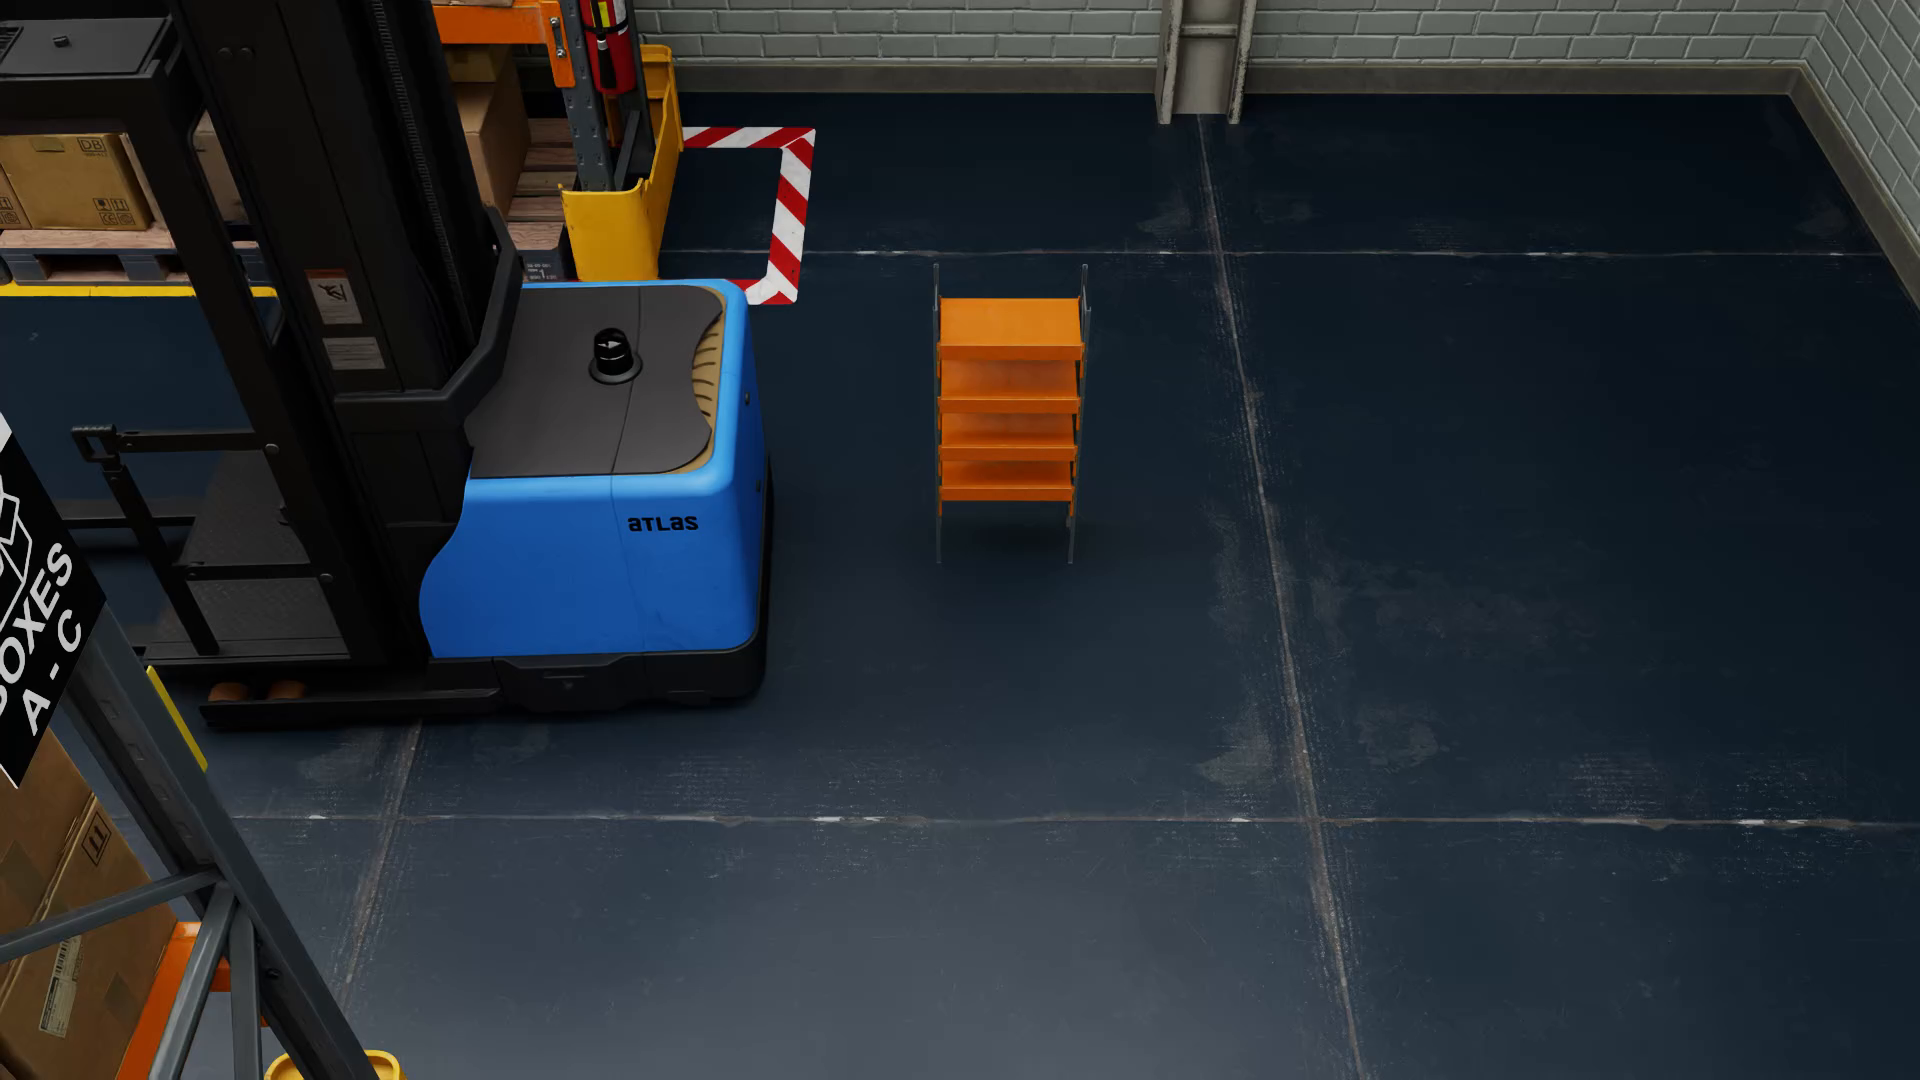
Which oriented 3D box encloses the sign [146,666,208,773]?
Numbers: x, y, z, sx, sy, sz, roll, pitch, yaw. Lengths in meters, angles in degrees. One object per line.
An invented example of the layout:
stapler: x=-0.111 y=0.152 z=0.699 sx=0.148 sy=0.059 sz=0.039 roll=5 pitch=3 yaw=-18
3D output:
sign: x=-1.542 y=0.385 z=3.251 sx=0.005 sy=0.325 sz=0.100 roll=0 pitch=47 yaw=0

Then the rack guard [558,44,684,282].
rack guard: x=-1.505 y=-1.697 z=7.488 sx=0.348 sy=0.500 sz=1.175 roll=0 pitch=47 yaw=0

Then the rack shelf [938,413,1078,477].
rack shelf: x=0.166 y=-0.362 z=5.860 sx=0.480 sy=0.148 sz=0.258 roll=0 pitch=47 yaw=0

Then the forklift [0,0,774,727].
forklift: x=-2.201 y=-0.760 z=4.955 sx=3.031 sy=2.935 sz=1.130 roll=-2 pitch=47 yaw=-2

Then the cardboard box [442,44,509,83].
cardboard box: x=-2.103 y=-2.136 z=7.167 sx=0.250 sy=0.149 sz=0.380 roll=0 pitch=47 yaw=0

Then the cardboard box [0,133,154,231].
cardboard box: x=-3.766 y=-1.767 z=7.267 sx=0.500 sy=0.500 sz=0.700 roll=1 pitch=47 yaw=1

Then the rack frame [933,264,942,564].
rack frame: x=-0.078 y=-0.409 z=5.811 sx=0.015 sy=1.200 sz=0.240 roll=0 pitch=47 yaw=0

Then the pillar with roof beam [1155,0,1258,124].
pillar with roof beam: x=1.159 y=-2.068 z=2.027 sx=0.400 sy=9.000 sz=9.100 roll=0 pitch=47 yaw=0

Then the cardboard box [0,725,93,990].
cardboard box: x=-1.986 y=0.508 z=2.977 sx=0.500 sy=0.500 sz=0.500 roll=1 pitch=47 yaw=1

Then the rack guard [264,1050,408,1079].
rack guard: x=-1.619 y=1.928 z=4.114 sx=0.348 sy=0.500 sz=1.175 roll=0 pitch=47 yaw=0

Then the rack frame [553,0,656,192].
rack frame: x=-1.529 y=-2.549 z=6.573 sx=0.127 sy=3.000 sz=1.000 roll=0 pitch=47 yaw=0

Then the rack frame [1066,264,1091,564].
rack frame: x=0.410 y=-0.408 z=5.810 sx=0.015 sy=1.200 sz=0.240 roll=0 pitch=47 yaw=0

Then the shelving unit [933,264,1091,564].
shelving unit: x=0.166 y=-0.408 z=5.810 sx=0.503 sy=1.200 sz=0.258 roll=0 pitch=47 yaw=0

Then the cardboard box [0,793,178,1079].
cardboard box: x=-1.986 y=0.849 z=3.343 sx=0.500 sy=0.500 sz=0.500 roll=1 pitch=47 yaw=1

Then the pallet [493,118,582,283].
pallet: x=-2.329 y=-1.544 z=7.543 sx=1.213 sy=0.211 sz=1.003 roll=0 pitch=47 yaw=0

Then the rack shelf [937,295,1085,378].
rack shelf: x=0.166 y=-0.676 z=5.523 sx=0.480 sy=0.148 sz=0.258 roll=0 pitch=47 yaw=0

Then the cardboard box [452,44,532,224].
cardboard box: x=-2.229 y=-1.769 z=7.268 sx=0.500 sy=0.500 sz=0.700 roll=0 pitch=47 yaw=0

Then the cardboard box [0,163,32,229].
cardboard box: x=-4.279 y=-1.771 z=7.270 sx=0.500 sy=0.500 sz=0.700 roll=0 pitch=47 yaw=0

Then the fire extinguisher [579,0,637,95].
fire extinguisher: x=-1.380 y=-2.057 z=6.423 sx=0.183 sy=0.674 sz=0.296 roll=0 pitch=47 yaw=0

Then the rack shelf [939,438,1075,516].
rack shelf: x=0.166 y=-0.227 z=6.005 sx=0.480 sy=0.148 sz=0.258 roll=0 pitch=47 yaw=0

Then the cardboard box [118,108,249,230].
cardboard box: x=-3.232 y=-1.771 z=7.270 sx=0.500 sy=0.500 sz=0.700 roll=-1 pitch=47 yaw=-1

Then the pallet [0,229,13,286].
pallet: x=-4.769 y=-1.551 z=7.549 sx=1.213 sy=0.211 sz=1.003 roll=0 pitch=47 yaw=0

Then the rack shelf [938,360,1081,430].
rack shelf: x=0.166 y=-0.515 z=5.696 sx=0.480 sy=0.148 sz=0.258 roll=0 pitch=47 yaw=0

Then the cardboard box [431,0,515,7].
cardboard box: x=-2.039 y=-2.645 z=6.458 sx=0.700 sy=0.700 sz=0.980 roll=2 pitch=47 yaw=2

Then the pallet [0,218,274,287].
pallet: x=-3.545 y=-1.549 z=7.548 sx=1.213 sy=0.211 sz=1.003 roll=0 pitch=47 yaw=0

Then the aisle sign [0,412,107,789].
aisle sign: x=-1.474 y=-0.024 z=2.447 sx=0.004 sy=0.787 sz=0.394 roll=0 pitch=47 yaw=0

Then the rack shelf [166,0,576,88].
rack shelf: x=-3.529 y=-2.309 z=6.842 sx=4.000 sy=0.370 sz=1.077 roll=0 pitch=47 yaw=0

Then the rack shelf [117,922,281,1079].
rack shelf: x=-3.543 y=1.317 z=3.467 sx=4.000 sy=0.370 sz=1.077 roll=0 pitch=47 yaw=0
